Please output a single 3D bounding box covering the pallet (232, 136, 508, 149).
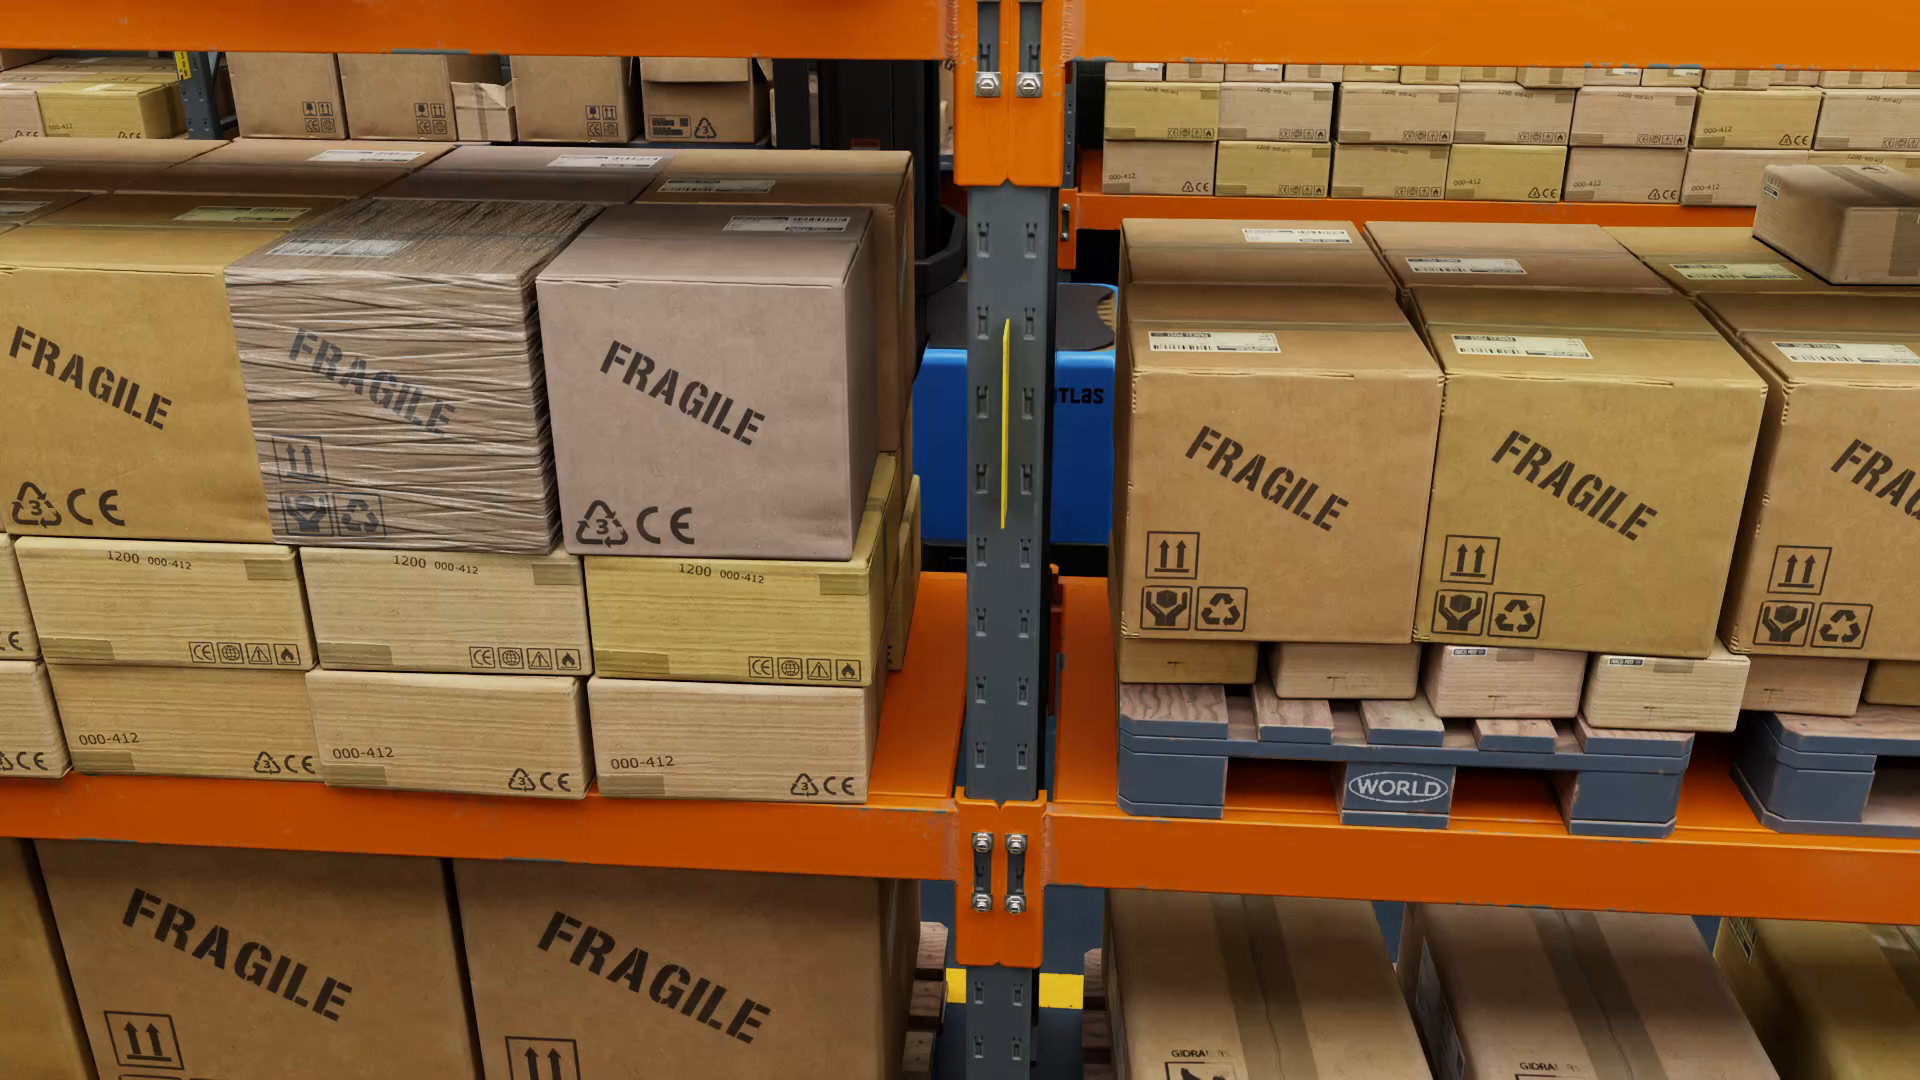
[{"bbox_3d":[-2.711,-1.929,8.084,1.213,0.211,1.003,2,25,4],"label":"pallet"}]

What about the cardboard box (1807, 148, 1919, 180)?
[{"bbox_3d":[3.954,-1.670,7.471,0.500,0.250,0.500,2,25,5],"label":"cardboard box"}]

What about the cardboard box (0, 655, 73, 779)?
[{"bbox_3d":[-1.934,0.233,3.336,0.500,0.250,0.500,1,25,3],"label":"cardboard box"}]

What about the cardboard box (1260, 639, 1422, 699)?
[{"bbox_3d":[0.701,0.144,3.147,0.250,0.149,0.380,0,25,1],"label":"cardboard box"}]

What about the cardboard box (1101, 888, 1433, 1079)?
[{"bbox_3d":[0.675,1.135,3.837,0.625,0.372,0.950,0,25,0],"label":"cardboard box"}]

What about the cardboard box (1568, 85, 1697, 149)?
[{"bbox_3d":[2.945,-1.932,7.441,0.500,0.250,0.500,2,25,5],"label":"cardboard box"}]

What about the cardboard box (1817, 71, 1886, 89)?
[{"bbox_3d":[3.860,-2.091,7.309,0.250,0.149,0.380,1,25,3],"label":"cardboard box"}]

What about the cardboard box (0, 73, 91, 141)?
[{"bbox_3d":[-4.527,-2.079,8.003,0.500,0.250,0.500,2,25,4],"label":"cardboard box"}]

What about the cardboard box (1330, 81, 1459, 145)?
[{"bbox_3d":[1.932,-1.962,7.506,0.500,0.250,0.500,1,25,3],"label":"cardboard box"}]

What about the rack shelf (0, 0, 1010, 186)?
[{"bbox_3d":[-1.882,-0.990,3.086,4.000,0.370,1.077,2,25,4],"label":"rack shelf"}]

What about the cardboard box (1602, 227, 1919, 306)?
[{"bbox_3d":[1.606,-0.335,3.413,0.500,0.500,0.500,0,25,0],"label":"cardboard box"}]

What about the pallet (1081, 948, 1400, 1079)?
[{"bbox_3d":[0.891,1.402,3.951,1.213,0.211,1.003,2,25,4],"label":"pallet"}]

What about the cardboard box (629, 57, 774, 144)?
[{"bbox_3d":[-1.153,-2.172,7.756,0.637,0.503,0.797,1,25,3],"label":"cardboard box"}]

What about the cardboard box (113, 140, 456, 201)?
[{"bbox_3d":[-1.371,-0.543,3.525,0.500,0.500,0.500,3,25,5],"label":"cardboard box"}]

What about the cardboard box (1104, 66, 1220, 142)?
[{"bbox_3d":[0.910,-1.992,7.572,0.500,0.250,0.500,2,25,4],"label":"cardboard box"}]

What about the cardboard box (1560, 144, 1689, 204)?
[{"bbox_3d":[2.960,-1.713,7.563,0.500,0.250,0.500,2,25,4],"label":"cardboard box"}]

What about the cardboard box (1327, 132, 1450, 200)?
[{"bbox_3d":[1.927,-1.743,7.630,0.500,0.250,0.500,1,25,2],"label":"cardboard box"}]

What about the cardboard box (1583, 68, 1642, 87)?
[{"bbox_3d":[2.843,-2.118,7.370,0.250,0.149,0.380,2,25,4],"label":"cardboard box"}]

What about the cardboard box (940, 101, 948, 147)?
[{"bbox_3d":[-0.196,-1.897,7.583,0.250,0.149,0.380,2,25,5],"label":"cardboard box"}]

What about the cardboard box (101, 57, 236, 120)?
[{"bbox_3d":[-3.973,-2.283,8.446,0.500,0.250,0.500,2,25,3],"label":"cardboard box"}]

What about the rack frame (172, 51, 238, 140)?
[{"bbox_3d":[-3.500,-2.087,8.198,0.127,3.000,1.000,2,25,4],"label":"rack frame"}]

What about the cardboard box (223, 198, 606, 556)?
[{"bbox_3d":[-0.936,-0.311,3.021,0.500,0.500,0.500,2,25,5],"label":"cardboard box"}]

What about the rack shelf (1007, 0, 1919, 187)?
[{"bbox_3d":[2.106,-0.862,2.808,4.000,0.370,1.077,2,25,4],"label":"rack shelf"}]

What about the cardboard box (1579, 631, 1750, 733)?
[{"bbox_3d":[1.243,0.189,3.049,0.250,0.149,0.380,2,25,4],"label":"cardboard box"}]

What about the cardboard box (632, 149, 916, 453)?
[{"bbox_3d":[-0.361,-0.508,3.449,0.500,0.500,0.500,1,25,2],"label":"cardboard box"}]

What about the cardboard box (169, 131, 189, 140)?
[{"bbox_3d":[-3.837,-1.878,8.044,0.250,0.149,0.380,2,25,5],"label":"cardboard box"}]

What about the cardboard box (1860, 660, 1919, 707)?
[{"bbox_3d":[1.774,0.157,3.118,0.250,0.149,0.380,3,25,6],"label":"cardboard box"}]

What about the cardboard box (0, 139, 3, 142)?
[{"bbox_3d":[-2.391,-0.571,3.586,0.500,0.500,0.500,3,25,6],"label":"cardboard box"}]

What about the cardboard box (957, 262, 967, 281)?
[{"bbox_3d":[-0.023,-1.220,8.024,0.250,0.149,0.380,1,25,1],"label":"cardboard box"}]

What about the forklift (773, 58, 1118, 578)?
[{"bbox_3d":[-0.814,-1.286,6.538,3.031,2.935,1.130,2,25,3],"label":"forklift"}]

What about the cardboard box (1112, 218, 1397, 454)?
[{"bbox_3d":[0.587,-0.363,3.473,0.500,0.500,0.500,1,25,2],"label":"cardboard box"}]

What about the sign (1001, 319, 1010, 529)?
[{"bbox_3d":[0.073,-0.185,2.679,0.005,0.325,0.100,2,25,4],"label":"sign"}]

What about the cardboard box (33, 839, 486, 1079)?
[{"bbox_3d":[-1.459,0.797,3.969,0.875,0.875,0.875,2,25,5],"label":"cardboard box"}]

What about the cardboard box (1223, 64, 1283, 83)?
[{"bbox_3d":[1.308,-2.161,7.462,0.250,0.149,0.380,3,25,5],"label":"cardboard box"}]

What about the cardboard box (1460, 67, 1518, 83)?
[{"bbox_3d":[2.338,-2.162,7.464,0.250,0.149,0.380,2,25,4],"label":"cardboard box"}]

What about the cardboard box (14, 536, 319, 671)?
[{"bbox_3d":[-1.414,0.018,3.203,0.500,0.250,0.500,1,25,3],"label":"cardboard box"}]

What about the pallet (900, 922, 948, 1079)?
[{"bbox_3d":[-0.668,1.320,4.130,1.213,0.211,1.003,2,25,4],"label":"pallet"}]

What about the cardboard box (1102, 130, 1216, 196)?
[{"bbox_3d":[0.912,-1.775,7.699,0.500,0.250,0.500,2,25,4],"label":"cardboard box"}]

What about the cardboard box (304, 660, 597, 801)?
[{"bbox_3d":[-0.923,0.260,3.276,0.500,0.250,0.500,2,25,5],"label":"cardboard box"}]

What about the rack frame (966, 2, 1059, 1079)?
[{"bbox_3d":[0.112,0.110,3.424,0.127,3.000,1.000,2,25,4],"label":"rack frame"}]

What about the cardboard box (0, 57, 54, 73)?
[{"bbox_3d":[-4.988,-2.313,8.512,0.500,0.250,0.500,2,25,5],"label":"cardboard box"}]

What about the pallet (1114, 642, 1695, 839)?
[{"bbox_3d":[0.831,0.175,3.511,1.003,0.211,1.213,2,25,4],"label":"pallet"}]

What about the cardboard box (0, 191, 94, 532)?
[{"bbox_3d":[-1.934,-0.349,3.103,0.500,0.500,0.500,1,25,3],"label":"cardboard box"}]

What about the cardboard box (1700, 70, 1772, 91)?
[{"bbox_3d":[3.348,-2.074,7.272,0.250,0.149,0.380,1,25,2],"label":"cardboard box"}]

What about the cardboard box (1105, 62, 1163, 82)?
[{"bbox_3d":[0.784,-2.167,7.474,0.250,0.149,0.380,3,25,6],"label":"cardboard box"}]

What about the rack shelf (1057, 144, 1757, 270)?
[{"bbox_3d":[2.483,-1.569,7.931,4.000,0.370,1.077,2,25,4],"label":"rack shelf"}]

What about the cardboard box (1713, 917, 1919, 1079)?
[{"bbox_3d":[2.167,1.182,3.735,0.625,0.372,0.950,3,25,6],"label":"cardboard box"}]

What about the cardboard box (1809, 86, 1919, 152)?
[{"bbox_3d":[3.968,-1.900,7.371,0.500,0.250,0.500,1,25,3],"label":"cardboard box"}]

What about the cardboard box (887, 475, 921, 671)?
[{"bbox_3d":[-0.357,0.057,3.717,0.500,0.250,0.500,1,25,3],"label":"cardboard box"}]

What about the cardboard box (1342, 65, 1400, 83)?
[{"bbox_3d":[1.823,-2.162,7.465,0.250,0.149,0.380,2,25,5],"label":"cardboard box"}]

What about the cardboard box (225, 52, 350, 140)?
[{"bbox_3d":[-3.035,-2.215,7.853,0.500,0.500,0.700,2,25,5],"label":"cardboard box"}]

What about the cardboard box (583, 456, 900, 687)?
[{"bbox_3d":[-0.390,0.041,3.154,0.500,0.250,0.500,2,25,4],"label":"cardboard box"}]

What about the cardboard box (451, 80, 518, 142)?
[{"bbox_3d":[-2.144,-2.013,7.694,0.258,0.266,0.396,3,25,7],"label":"cardboard box"}]

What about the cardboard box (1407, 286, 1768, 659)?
[{"bbox_3d":[1.063,-0.137,2.982,0.500,0.500,0.500,3,25,7],"label":"cardboard box"}]
